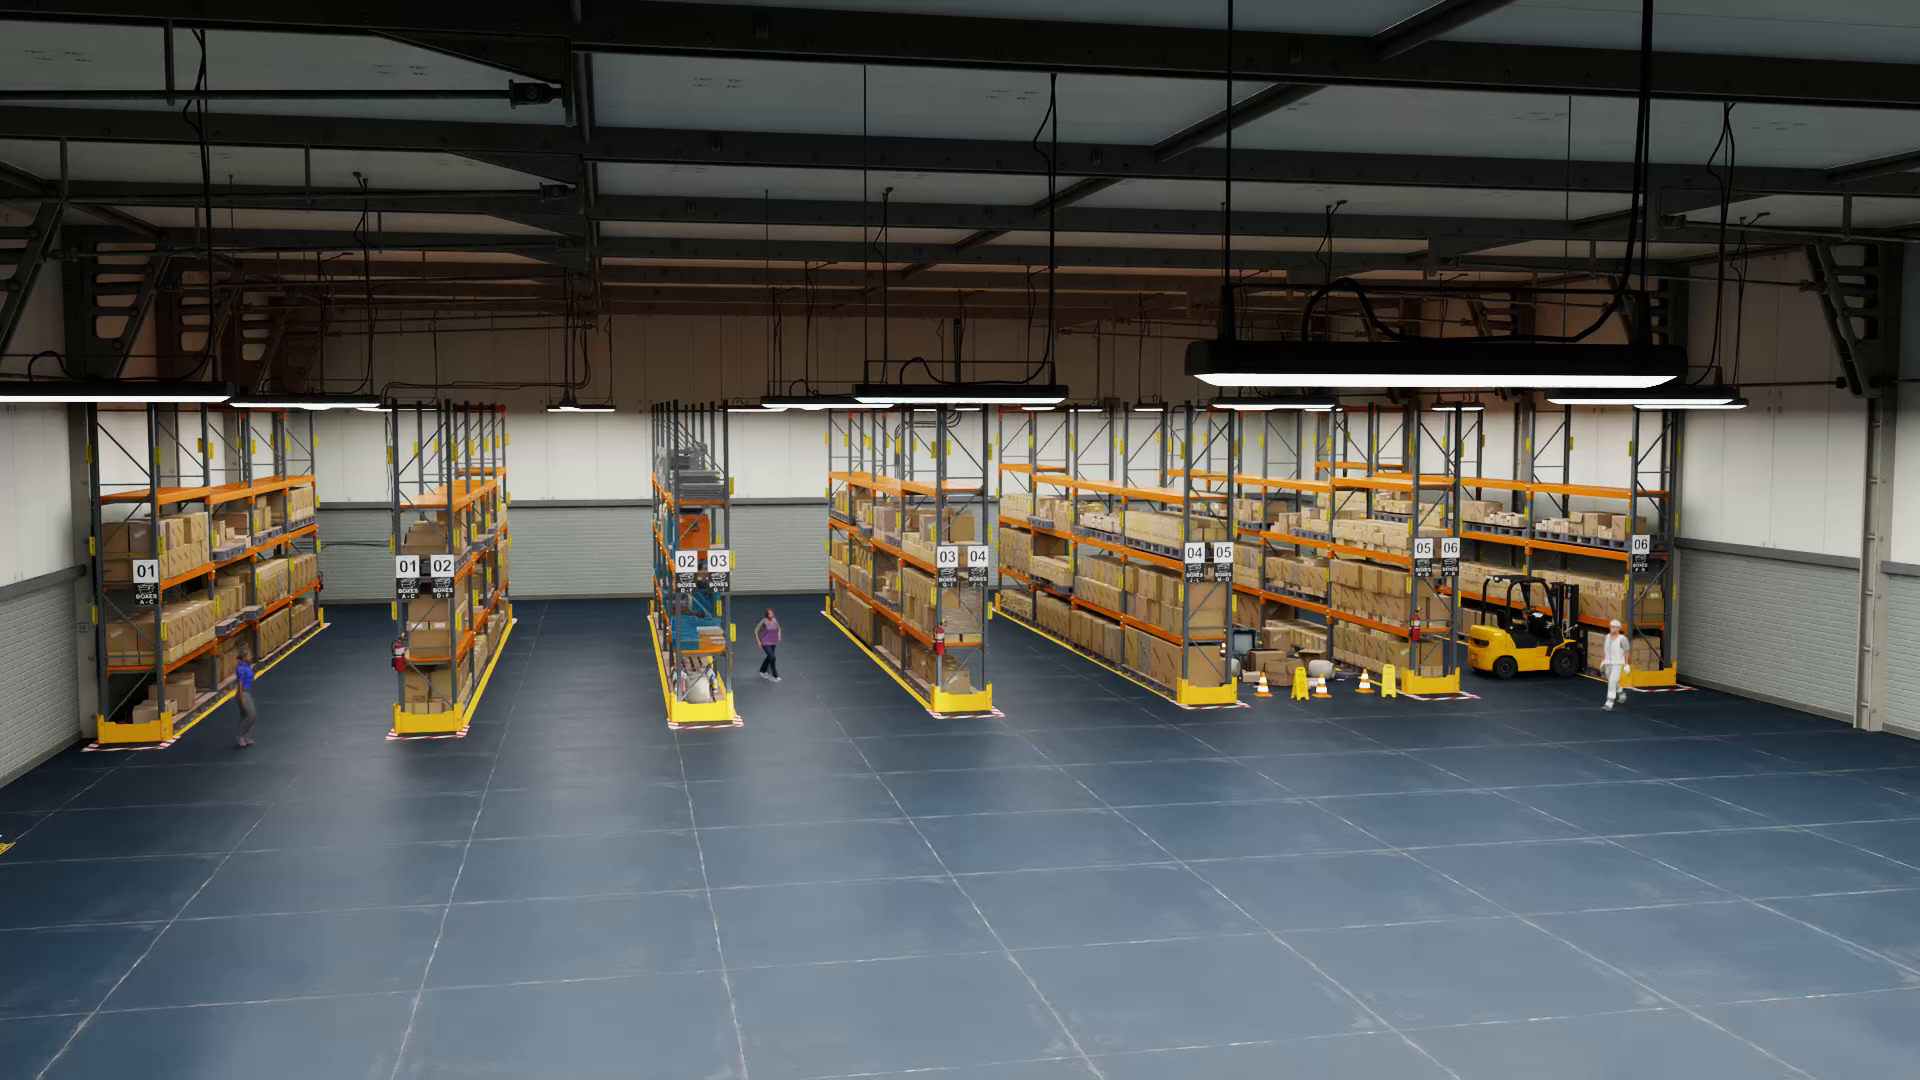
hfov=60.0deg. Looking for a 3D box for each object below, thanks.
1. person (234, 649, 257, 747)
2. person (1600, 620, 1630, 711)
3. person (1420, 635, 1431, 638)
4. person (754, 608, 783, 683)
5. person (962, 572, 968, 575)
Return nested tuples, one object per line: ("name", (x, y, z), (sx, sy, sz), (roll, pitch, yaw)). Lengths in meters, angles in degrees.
("person", (-12.349, 2.758, 28.774), (0.409, 1.604, 0.482), (-1, 4, -10))
("person", (12.724, 2.415, 32.251), (1.051, 1.749, 0.541), (-3, 5, -37))
("person", (10.749, 2.074, 38.374), (0.460, 1.615, 0.470), (-3, 5, -34))
("person", (-4.132, 2.253, 35.697), (0.610, 1.600, 0.748), (-4, 6, -44))
("person", (0.058, 0.934, 52.701), (0.807, 1.609, 0.487), (2, 5, 27))
